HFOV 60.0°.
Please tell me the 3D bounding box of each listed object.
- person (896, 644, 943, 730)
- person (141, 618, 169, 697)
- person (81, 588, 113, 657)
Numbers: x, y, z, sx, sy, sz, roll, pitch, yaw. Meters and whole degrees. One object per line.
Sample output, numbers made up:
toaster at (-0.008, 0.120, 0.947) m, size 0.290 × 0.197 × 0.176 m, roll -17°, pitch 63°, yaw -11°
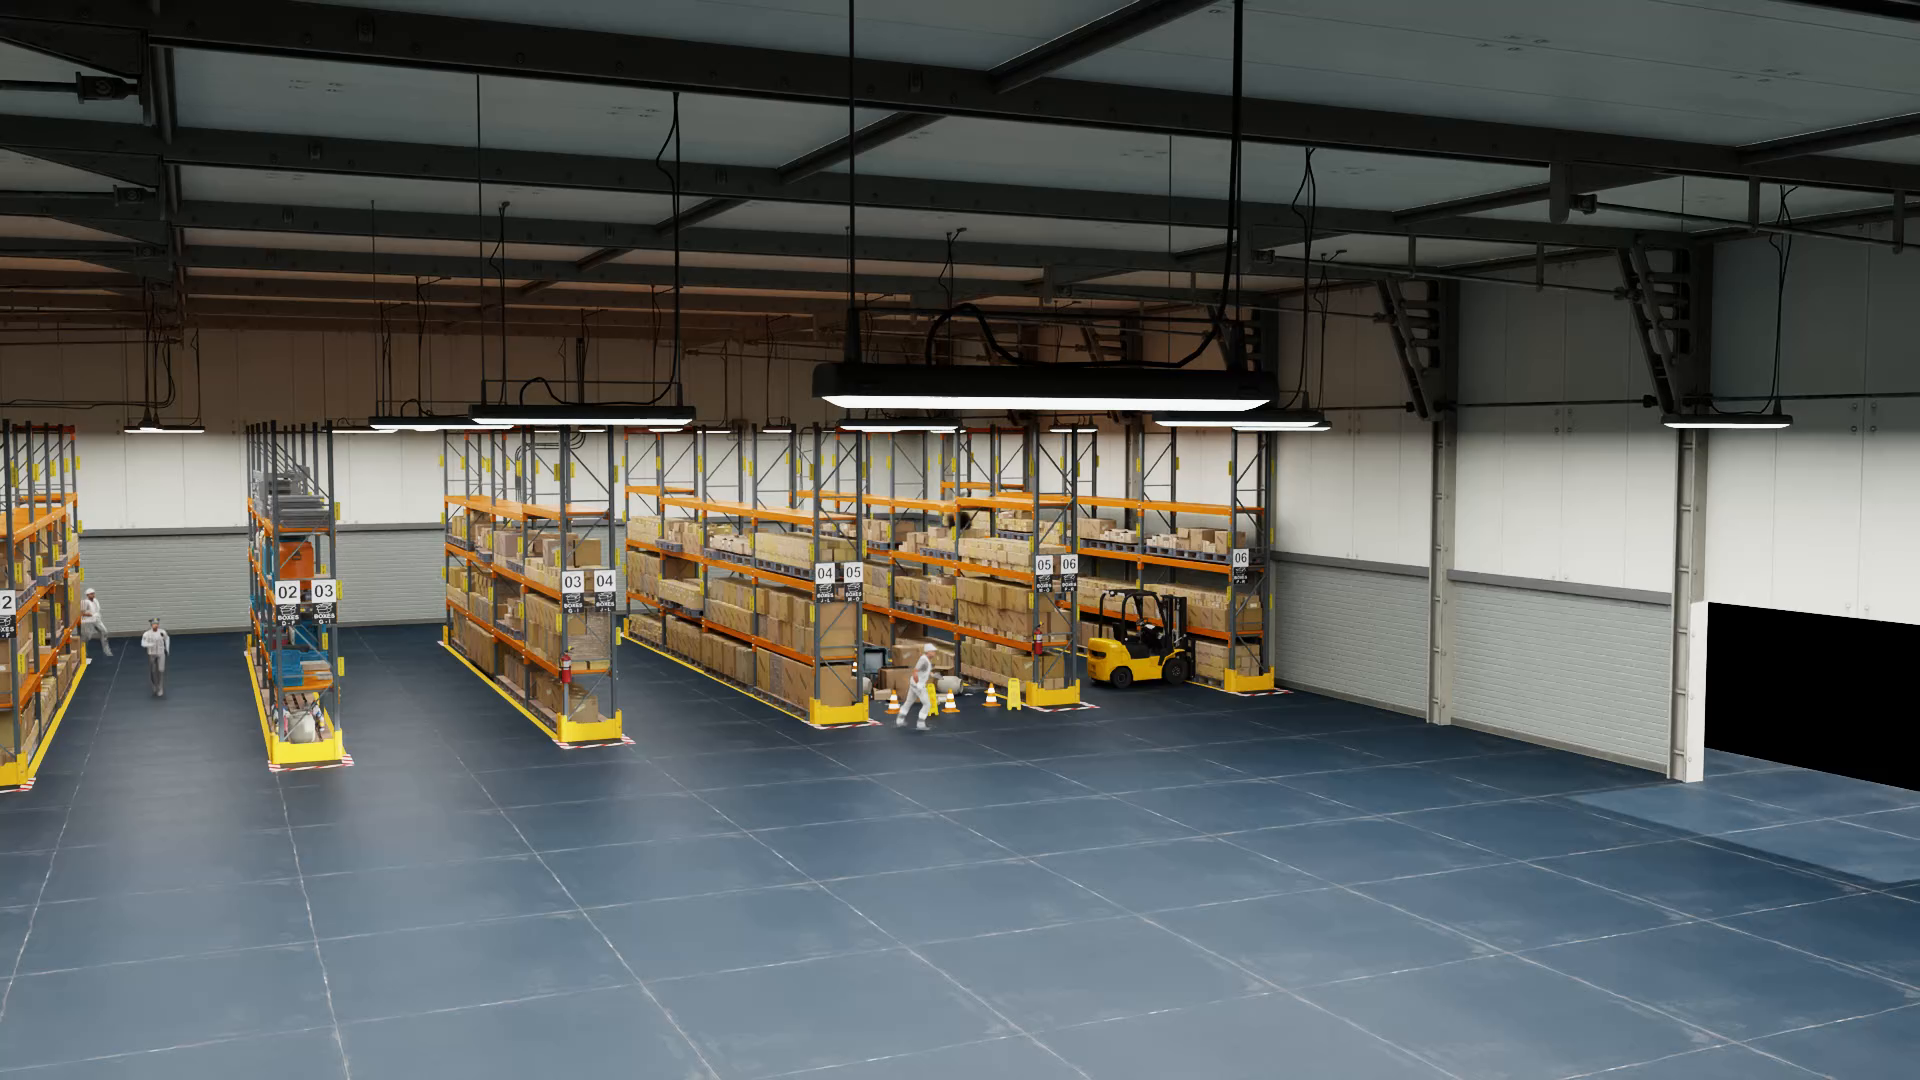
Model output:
person at (-0.779, 2.855, 32.430) m, size 0.908 × 1.710 × 0.699 m, roll 0°, pitch 4°, yaw -7°
person at (-17.787, 2.572, 36.779) m, size 0.557 × 1.740 × 0.846 m, roll -2°, pitch 4°, yaw -26°
person at (-22.468, 2.151, 43.043) m, size 0.842 × 1.819 × 0.682 m, roll 1°, pitch 4°, yaw 10°
